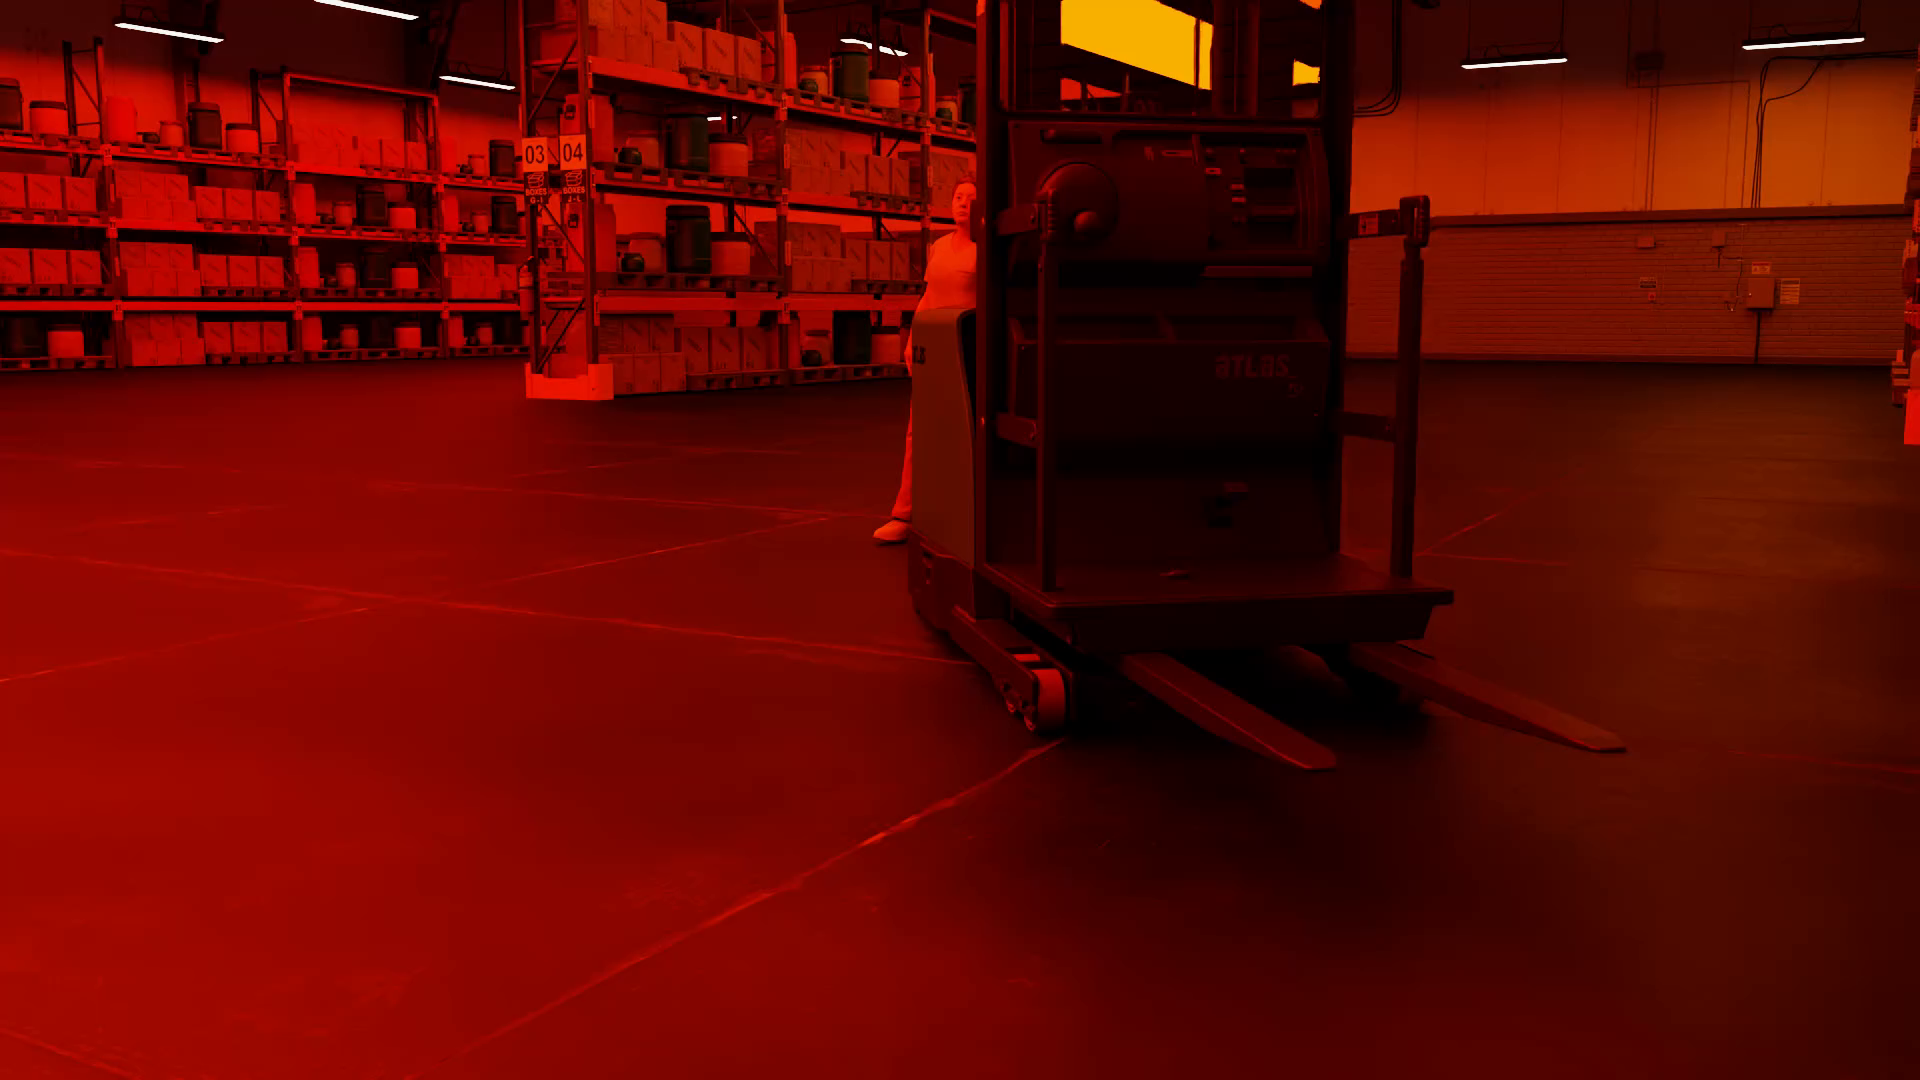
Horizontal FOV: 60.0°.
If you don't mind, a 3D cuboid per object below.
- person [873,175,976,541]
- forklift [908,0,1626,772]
[{"bbox_3d":[-0.049,-0.823,7.634,0.554,1.666,0.534,4,9,29],"label":"person"},{"bbox_3d":[0.641,-1.017,4.459,1.130,2.935,3.031,-2,8,-13],"label":"forklift"}]
